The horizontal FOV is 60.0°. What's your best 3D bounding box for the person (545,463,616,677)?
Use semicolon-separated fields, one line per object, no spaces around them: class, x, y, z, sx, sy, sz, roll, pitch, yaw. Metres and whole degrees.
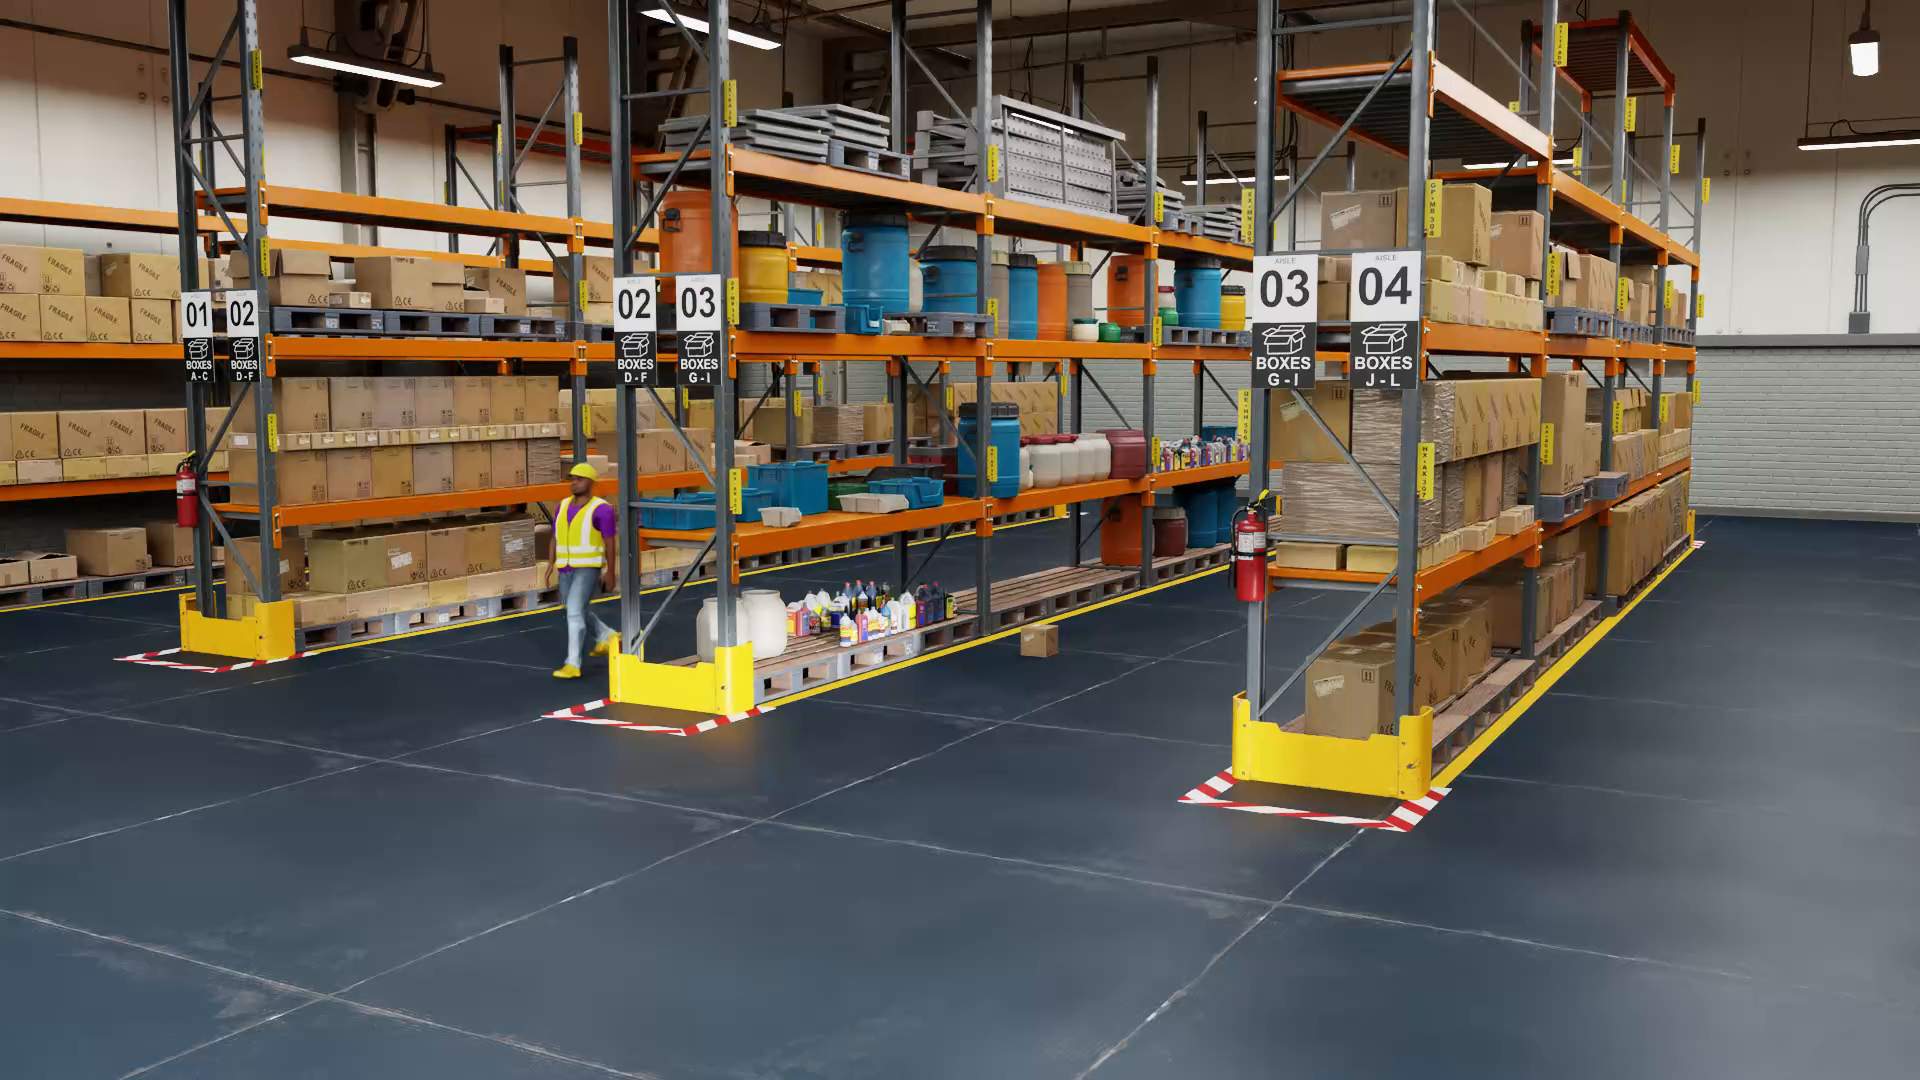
person;-3.144;0.230;13.802;0.565;1.739;0.931;3;7;28
